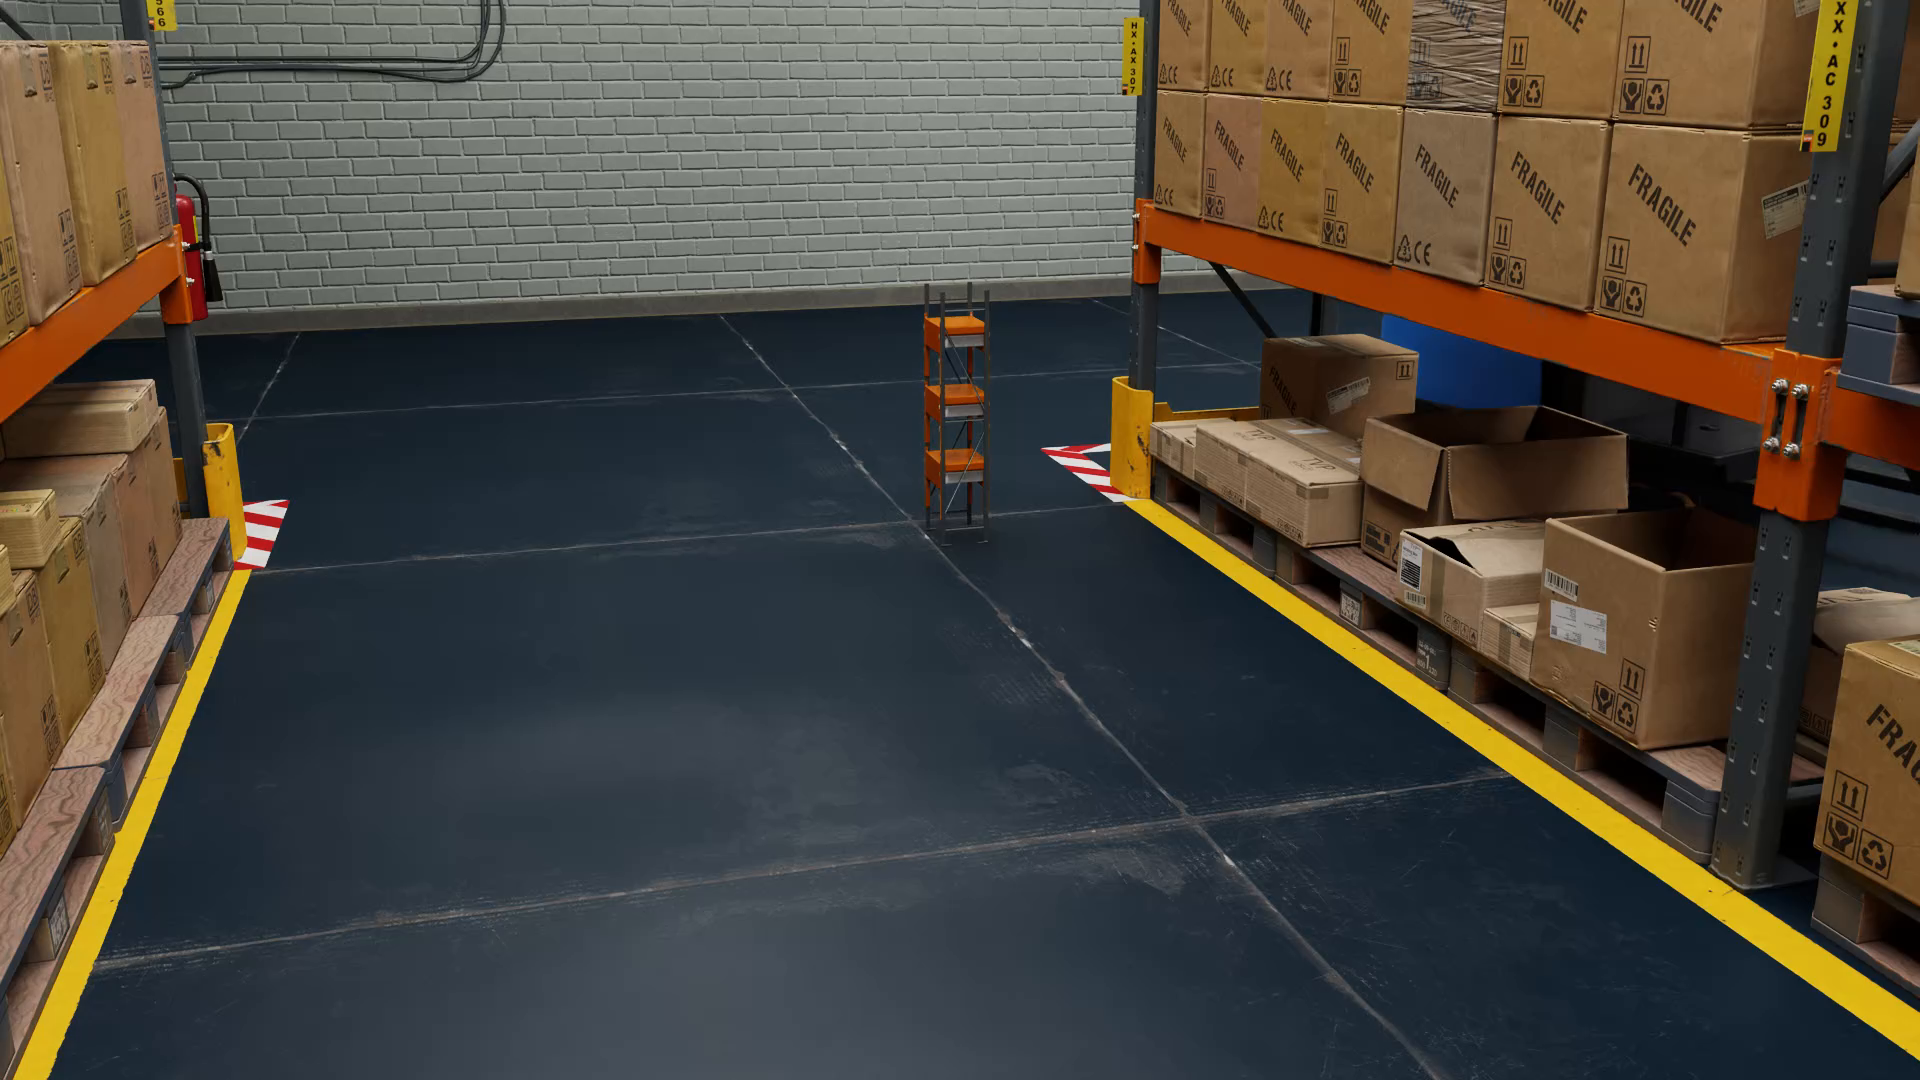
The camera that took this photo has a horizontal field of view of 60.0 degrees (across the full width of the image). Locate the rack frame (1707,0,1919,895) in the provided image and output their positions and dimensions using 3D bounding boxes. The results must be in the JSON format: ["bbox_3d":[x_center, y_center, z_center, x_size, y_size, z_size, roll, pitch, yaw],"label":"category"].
[{"bbox_3d":[2.377,-0.626,3.822,1.000,3.000,0.127,-5,17,-15],"label":"rack frame"}]

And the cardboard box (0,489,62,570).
[{"bbox_3d":[-2.554,-0.016,4.280,0.380,0.149,0.250,-5,17,-17],"label":"cardboard box"}]

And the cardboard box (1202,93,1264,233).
[{"bbox_3d":[1.293,-1.494,6.539,0.500,0.500,0.500,-5,17,-16],"label":"cardboard box"}]

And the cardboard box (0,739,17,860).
[{"bbox_3d":[-2.492,0.548,3.529,0.700,0.500,0.500,-4,17,-15],"label":"cardboard box"}]

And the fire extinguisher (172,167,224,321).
[{"bbox_3d":[-3.082,-1.202,6.523,0.296,0.674,0.183,-5,17,-15],"label":"fire extinguisher"}]

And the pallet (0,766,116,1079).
[{"bbox_3d":[-2.519,0.886,3.636,1.003,0.211,1.213,-5,17,-15],"label":"pallet"}]

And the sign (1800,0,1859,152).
[{"bbox_3d":[1.857,-0.995,3.547,0.100,0.325,0.005,-5,17,-15],"label":"sign"}]

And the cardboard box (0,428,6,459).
[{"bbox_3d":[-3.282,-0.347,5.382,0.380,0.149,0.250,-5,17,-15],"label":"cardboard box"}]

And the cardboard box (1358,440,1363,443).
[{"bbox_3d":[1.896,-0.230,6.519,0.500,0.250,0.500,-5,17,-15],"label":"cardboard box"}]

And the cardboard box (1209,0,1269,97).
[{"bbox_3d":[1.297,-1.971,6.389,0.500,0.500,0.500,-5,17,-15],"label":"cardboard box"}]

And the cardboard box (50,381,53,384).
[{"bbox_3d":[-3.422,-0.487,5.848,0.380,0.149,0.250,-5,17,-15],"label":"cardboard box"}]

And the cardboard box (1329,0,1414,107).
[{"bbox_3d":[1.570,-1.692,5.460,0.500,0.500,0.500,-5,17,-16],"label":"cardboard box"}]

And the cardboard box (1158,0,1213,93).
[{"bbox_3d":[1.146,-2.115,6.869,0.500,0.500,0.500,-4,17,-14],"label":"cardboard box"}]

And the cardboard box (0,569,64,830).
[{"bbox_3d":[-2.627,0.409,3.993,0.700,0.500,0.500,-5,17,-16],"label":"cardboard box"}]

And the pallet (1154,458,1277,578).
[{"bbox_3d":[1.519,-0.155,7.102,1.003,0.211,1.213,-5,17,-15],"label":"pallet"}]

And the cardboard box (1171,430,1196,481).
[{"bbox_3d":[1.131,-0.374,7.143,0.380,0.166,0.250,-5,17,-15],"label":"cardboard box"}]

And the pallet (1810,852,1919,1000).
[{"bbox_3d":[2.637,0.932,3.484,1.003,0.211,1.213,-5,17,-15],"label":"pallet"}]

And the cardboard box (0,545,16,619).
[{"bbox_3d":[-2.411,0.128,3.799,0.380,0.149,0.250,-4,17,-13],"label":"cardboard box"}]

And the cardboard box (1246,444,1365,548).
[{"bbox_3d":[1.429,-0.177,6.341,0.500,0.250,0.500,-5,17,-15],"label":"cardboard box"}]

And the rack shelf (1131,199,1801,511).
[{"bbox_3d":[1.827,-0.835,5.767,1.077,0.370,4.000,-5,17,-15],"label":"rack shelf"}]

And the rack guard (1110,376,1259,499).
[{"bbox_3d":[1.299,-0.514,7.795,1.175,0.500,0.348,-5,17,-15],"label":"rack guard"}]

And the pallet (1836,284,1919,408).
[{"bbox_3d":[2.492,-0.304,3.085,1.003,0.211,1.213,-5,17,-15],"label":"pallet"}]

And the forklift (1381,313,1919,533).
[{"bbox_3d":[3.315,-1.598,7.177,1.130,2.935,3.031,-10,20,-31],"label":"forklift"}]

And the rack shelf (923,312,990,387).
[{"bbox_3d":[-0.015,-0.779,6.772,0.215,0.259,0.240,-5,17,-15],"label":"rack shelf"}]

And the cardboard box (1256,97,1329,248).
[{"bbox_3d":[1.428,-1.355,6.076,0.500,0.500,0.500,-5,17,-15],"label":"cardboard box"}]

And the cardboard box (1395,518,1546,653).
[{"bbox_3d":[1.742,0.108,5.286,0.500,0.311,0.500,-5,17,-15],"label":"cardboard box"}]

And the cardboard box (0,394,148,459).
[{"bbox_3d":[-2.914,-0.377,5.480,0.380,0.149,0.250,-4,17,-14],"label":"cardboard box"}]

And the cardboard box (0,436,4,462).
[{"bbox_3d":[-3.214,-0.278,5.151,0.380,0.149,0.250,-5,17,-15],"label":"cardboard box"}]

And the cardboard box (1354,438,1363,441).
[{"bbox_3d":[1.689,-0.336,7.017,0.380,0.166,0.250,-5,17,-15],"label":"cardboard box"}]

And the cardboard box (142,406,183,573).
[{"bbox_3d":[-3.196,-0.158,5.879,0.700,0.500,0.500,-5,17,-15],"label":"cardboard box"}]

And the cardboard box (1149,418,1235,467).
[{"bbox_3d":[1.062,-0.435,7.376,0.380,0.149,0.250,-5,17,-15],"label":"cardboard box"}]

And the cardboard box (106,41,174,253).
[{"bbox_3d":[-3.334,-1.343,5.688,0.980,0.700,0.700,-4,17,-13],"label":"cardboard box"}]

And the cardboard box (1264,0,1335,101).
[{"bbox_3d":[1.430,-1.833,5.927,0.500,0.500,0.500,-4,17,-14],"label":"cardboard box"}]

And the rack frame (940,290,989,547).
[{"bbox_3d":[0.019,-0.484,6.738,0.200,1.050,0.008,-5,17,-15],"label":"rack frame"}]

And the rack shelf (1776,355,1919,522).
[{"bbox_3d":[2.927,0.272,2.084,1.077,0.370,4.000,-5,17,-15],"label":"rack shelf"}]

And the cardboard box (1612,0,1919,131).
[{"bbox_3d":[1.989,-1.272,4.061,0.500,0.500,0.500,-5,17,-15],"label":"cardboard box"}]

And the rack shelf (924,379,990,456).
[{"bbox_3d":[-0.015,-0.507,6.853,0.215,0.259,0.240,-5,17,-15],"label":"rack shelf"}]

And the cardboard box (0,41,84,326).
[{"bbox_3d":[-2.923,-0.931,4.316,0.980,0.700,0.700,-6,18,-18],"label":"cardboard box"}]

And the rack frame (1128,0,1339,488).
[{"bbox_3d":[1.278,-1.732,7.505,1.000,3.000,0.127,-5,17,-15],"label":"rack frame"}]

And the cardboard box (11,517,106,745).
[{"bbox_3d":[-2.766,0.266,4.466,0.700,0.500,0.500,-4,17,-14],"label":"cardboard box"}]

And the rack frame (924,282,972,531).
[{"bbox_3d":[-0.048,-0.551,6.963,0.200,1.050,0.008,-5,17,-15],"label":"rack frame"}]

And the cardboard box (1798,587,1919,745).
[{"bbox_3d":[2.470,0.318,4.589,0.500,0.311,0.500,-5,17,-15],"label":"cardboard box"}]

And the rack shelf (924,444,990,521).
[{"bbox_3d":[-0.015,-0.241,6.933,0.215,0.259,0.240,-5,17,-15],"label":"rack shelf"}]

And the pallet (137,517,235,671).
[{"bbox_3d":[-3.189,0.211,5.883,1.003,0.211,1.213,-5,17,-15],"label":"pallet"}]

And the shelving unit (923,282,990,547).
[{"bbox_3d":[-0.015,-0.518,6.850,0.215,1.050,0.252,-5,17,-15],"label":"shelving unit"}]

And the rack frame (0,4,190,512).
[{"bbox_3d":[-3.481,-1.340,6.199,0.949,2.616,0.053,-5,17,-15],"label":"rack frame"}]

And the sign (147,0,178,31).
[{"bbox_3d":[-2.959,-2.047,6.127,0.100,0.325,0.005,-5,17,-15],"label":"sign"}]

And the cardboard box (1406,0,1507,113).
[{"bbox_3d":[1.707,-1.553,4.996,0.500,0.500,0.500,-5,17,-15],"label":"cardboard box"}]

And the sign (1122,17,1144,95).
[{"bbox_3d":[0.756,-2.104,7.238,0.100,0.325,0.005,-5,17,-15],"label":"sign"}]

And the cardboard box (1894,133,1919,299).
[{"bbox_3d":[2.292,-0.726,3.252,0.700,0.500,0.500,-12,20,-34],"label":"cardboard box"}]

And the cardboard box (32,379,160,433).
[{"bbox_3d":[-2.985,-0.447,5.715,0.380,0.149,0.250,-5,17,-16],"label":"cardboard box"}]

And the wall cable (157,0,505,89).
[{"bbox_3d":[-4.695,-4.318,11.084,3.097,2.526,0.112,-5,17,-15],"label":"wall cable"}]

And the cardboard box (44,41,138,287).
[{"bbox_3d":[-3.124,-1.143,5.021,0.980,0.700,0.700,-5,17,-16],"label":"cardboard box"}]
